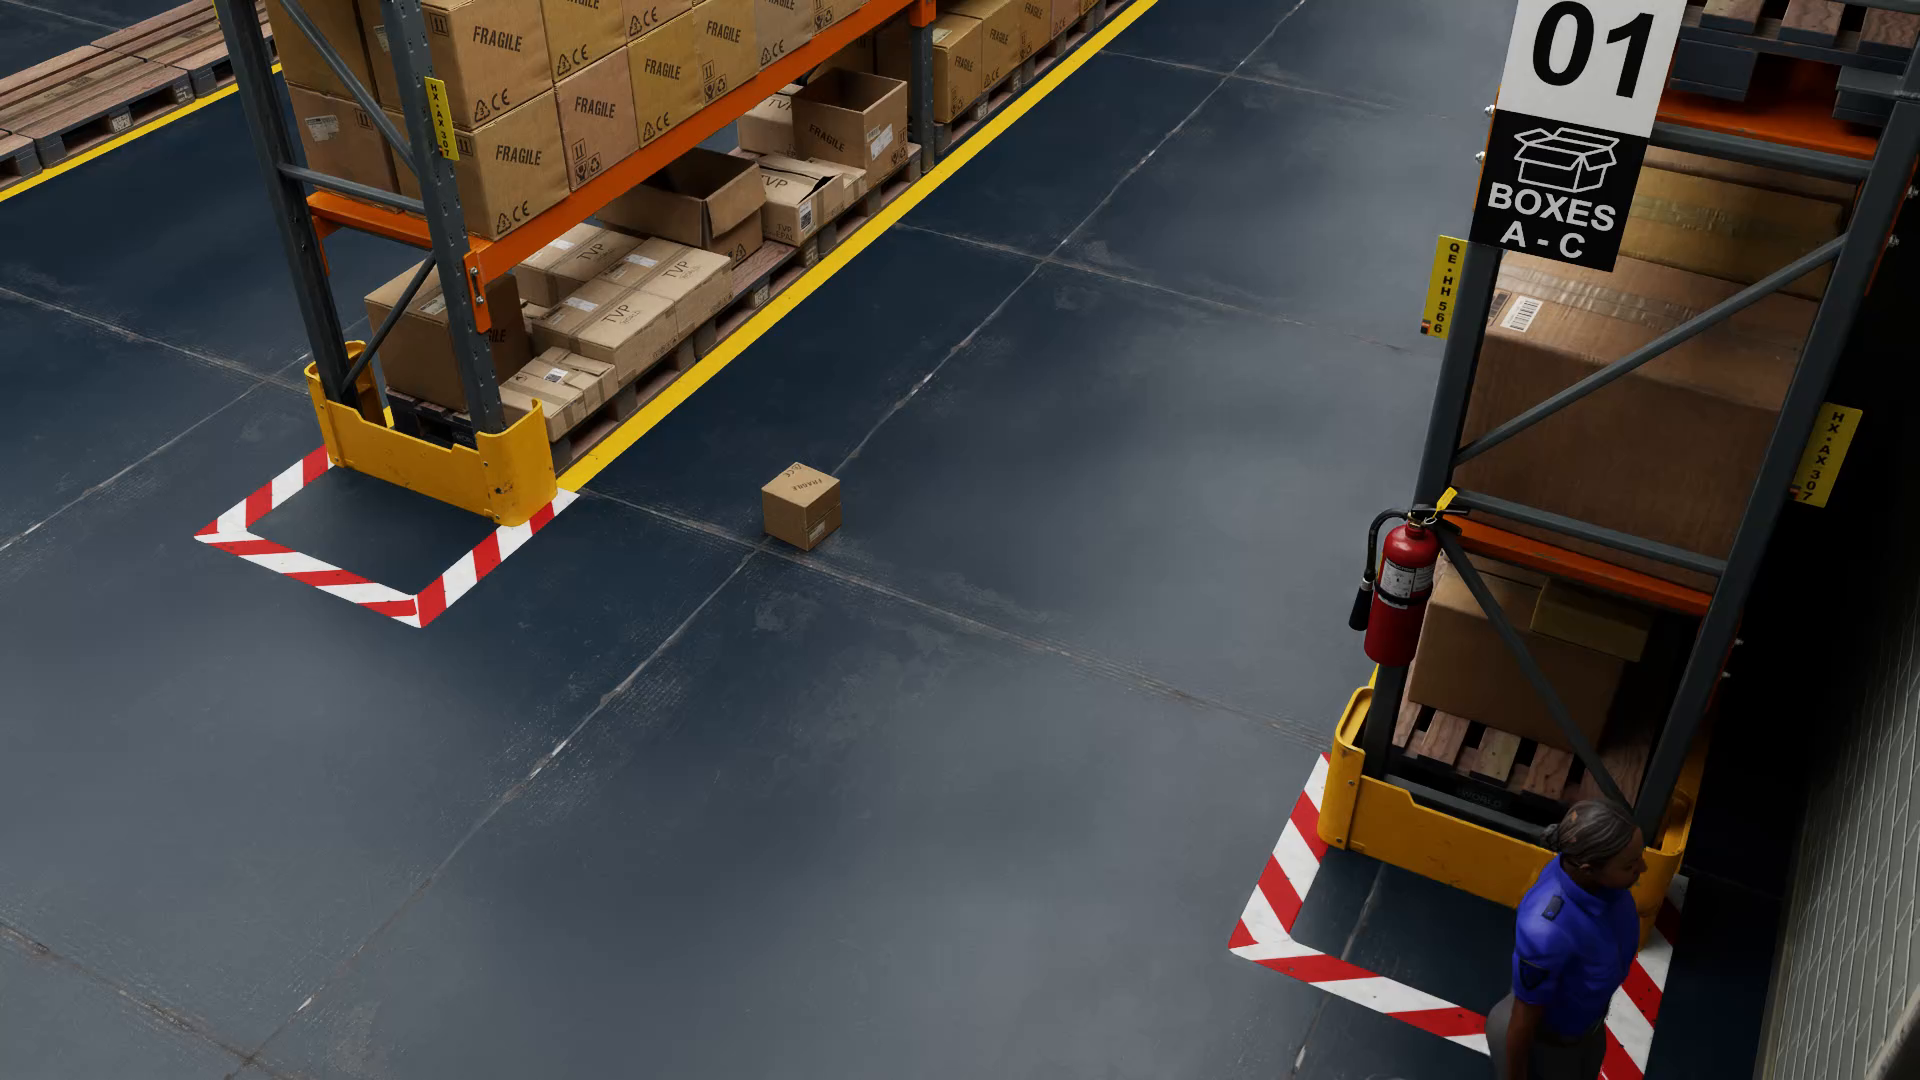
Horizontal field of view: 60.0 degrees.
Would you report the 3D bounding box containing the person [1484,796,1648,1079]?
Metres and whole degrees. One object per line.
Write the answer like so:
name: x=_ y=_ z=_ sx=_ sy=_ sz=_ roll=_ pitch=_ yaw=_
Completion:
person: x=1.564 y=1.304 z=4.472 sx=0.561 sy=1.644 sz=0.480 roll=28 pitch=46 yaw=31
